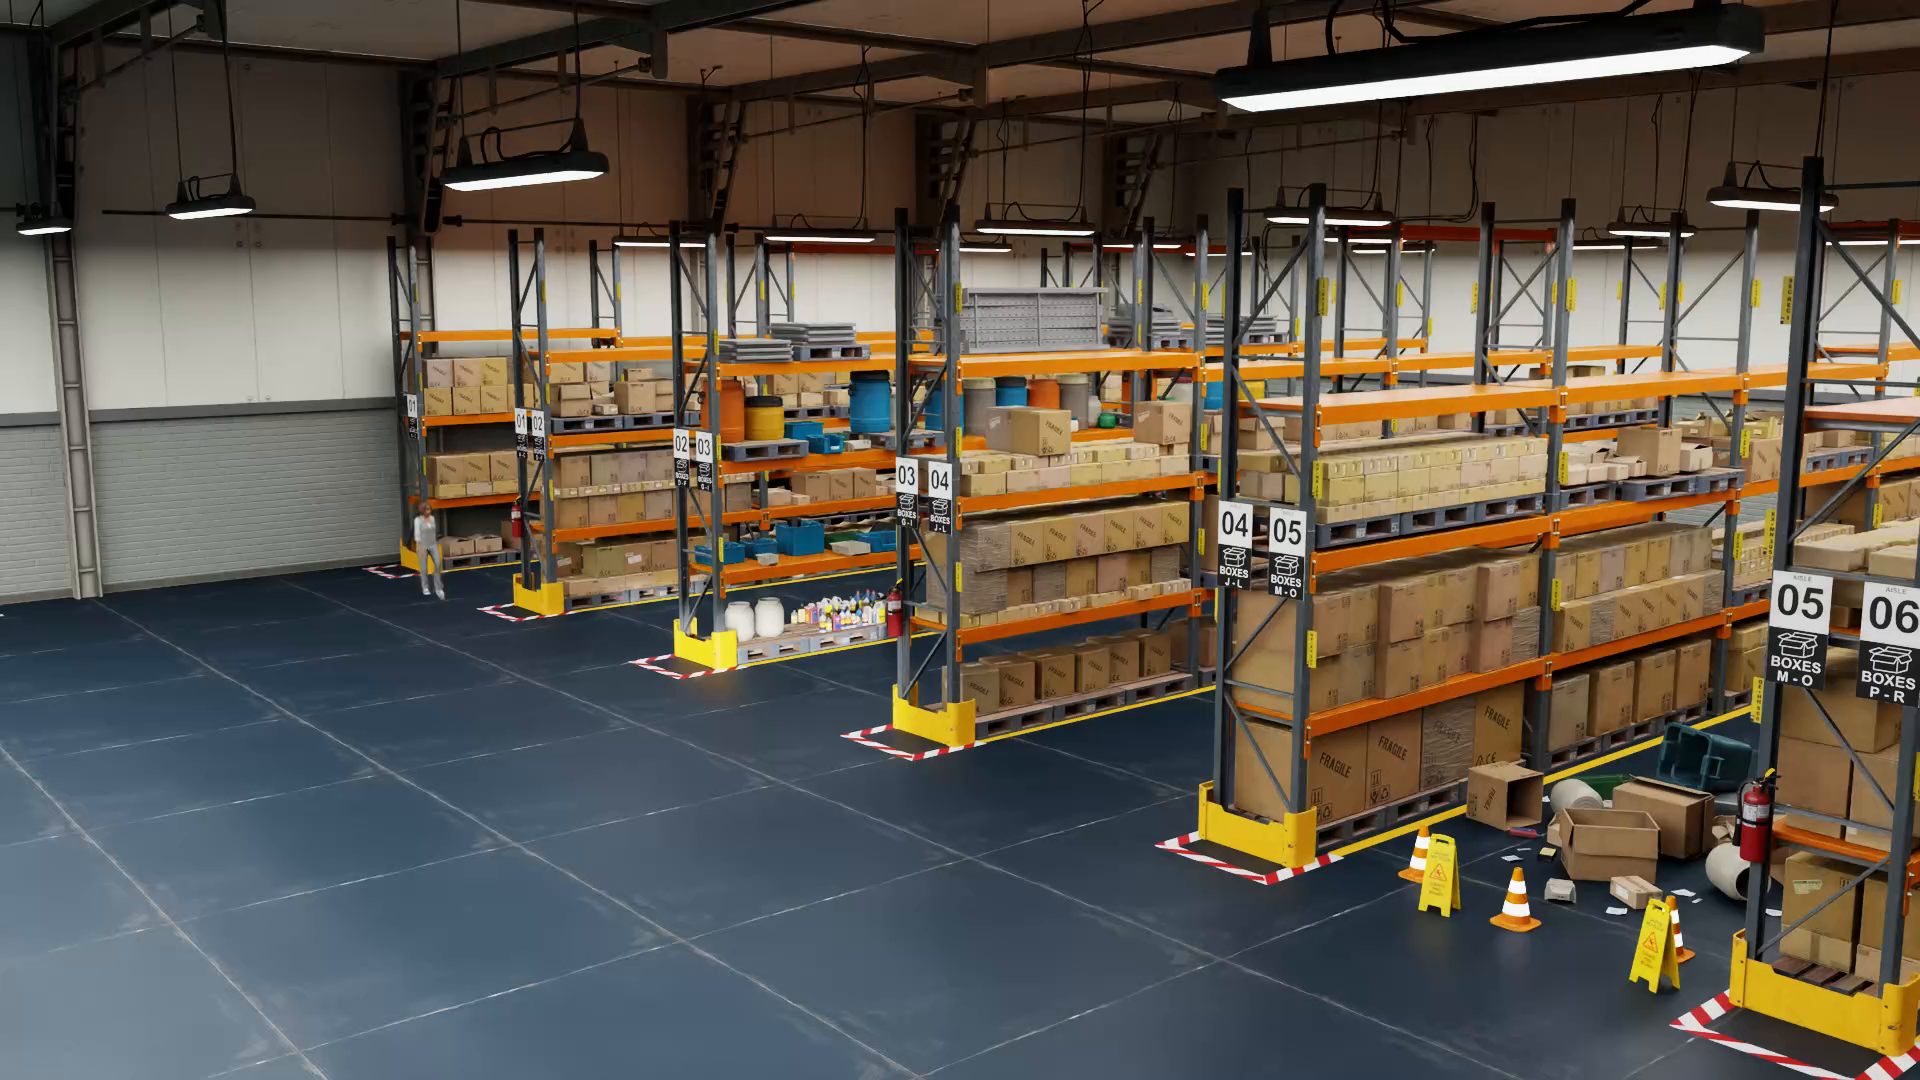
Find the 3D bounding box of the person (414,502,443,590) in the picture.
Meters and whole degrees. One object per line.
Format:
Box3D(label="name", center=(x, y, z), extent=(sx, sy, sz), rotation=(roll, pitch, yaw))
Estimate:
Box3D(label="person", center=(-8.815, 0.107, 27.467), extent=(0.405, 1.498, 0.580), rotation=(-5, 10, -31))
